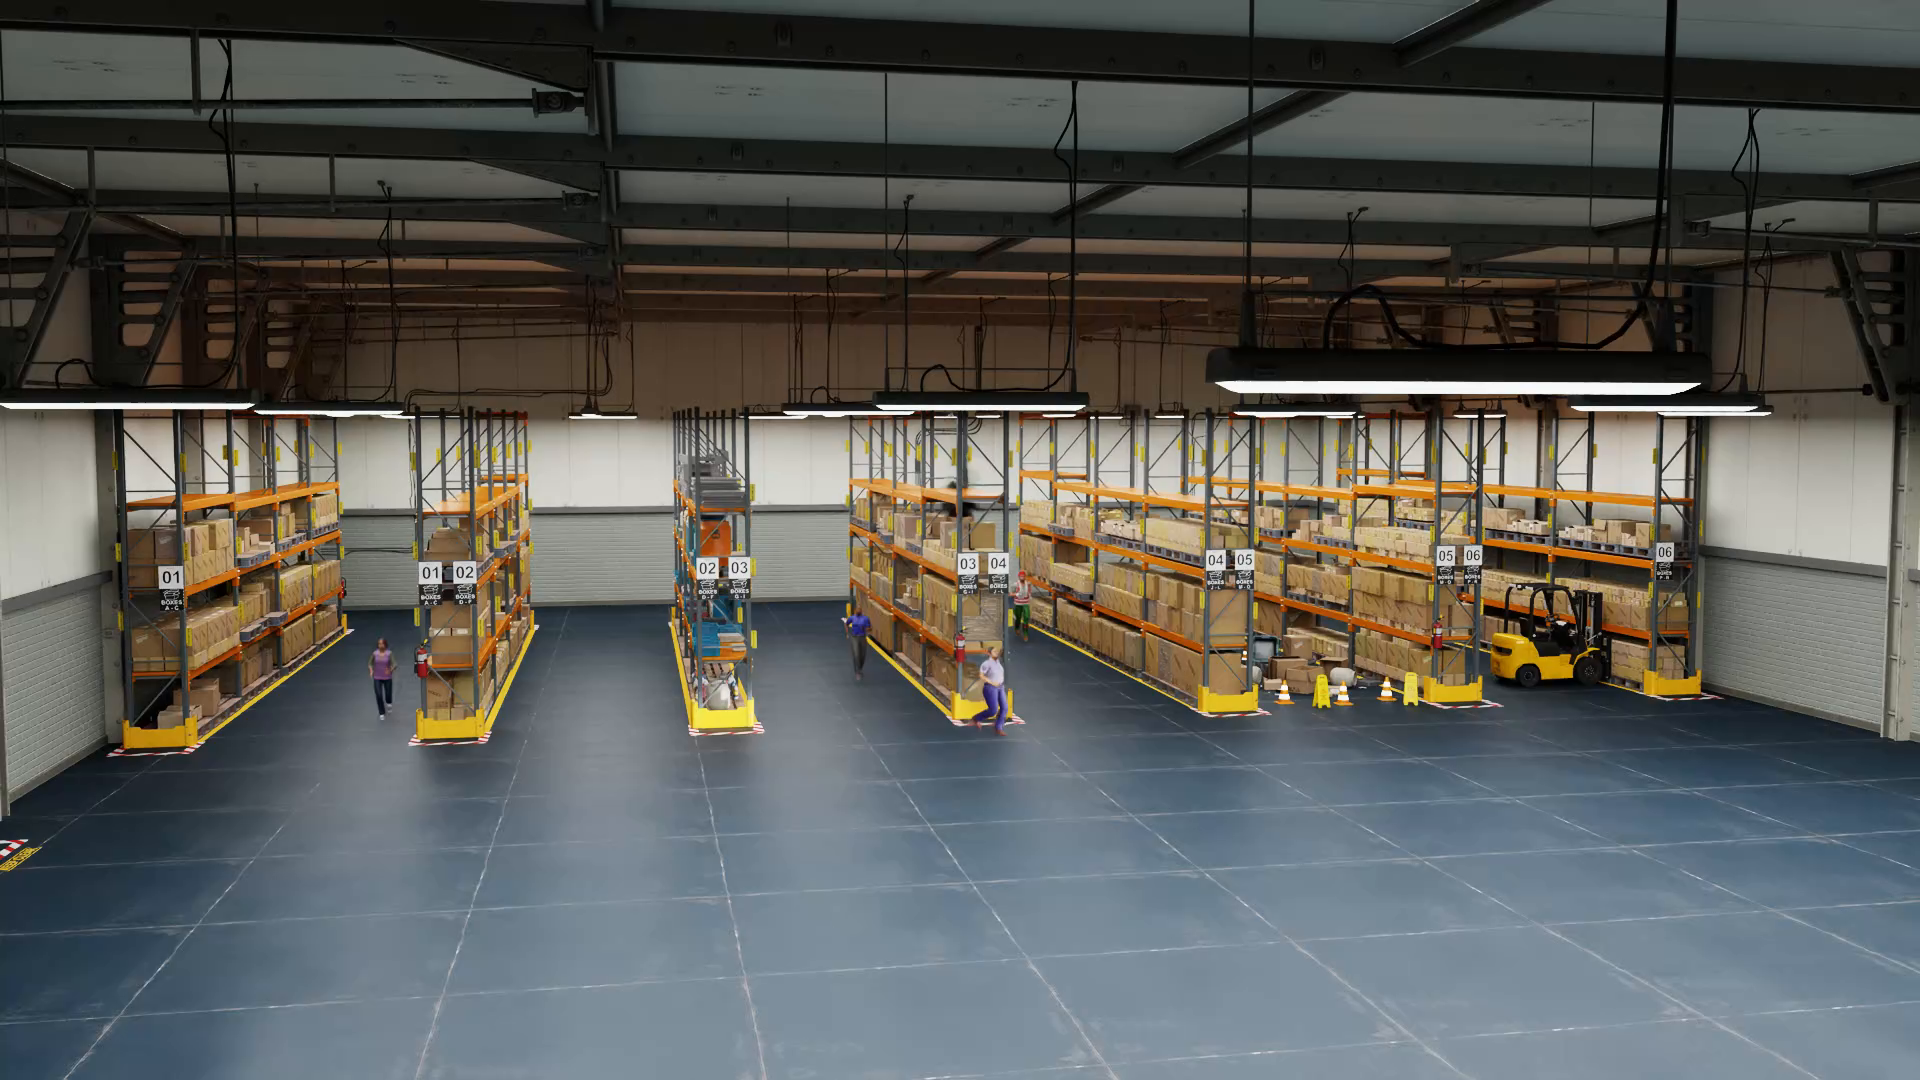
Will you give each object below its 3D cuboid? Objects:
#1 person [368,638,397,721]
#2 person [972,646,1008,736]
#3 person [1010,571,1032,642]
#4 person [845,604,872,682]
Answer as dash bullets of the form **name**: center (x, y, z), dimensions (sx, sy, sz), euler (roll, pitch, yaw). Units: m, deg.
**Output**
- **person**: center (-11.125, 2.668, 32.023), dimensions (0.541, 1.552, 0.666), euler (-1, 4, -13)
- **person**: center (0.571, 2.763, 30.451), dimensions (0.683, 1.635, 0.605), euler (3, 5, 34)
- **person**: center (1.608, 1.726, 43.733), dimensions (0.651, 1.838, 0.965), euler (-1, 4, -12)
- **person**: center (-2.244, 2.255, 36.906), dimensions (0.570, 1.645, 0.929), euler (-1, 4, -12)
